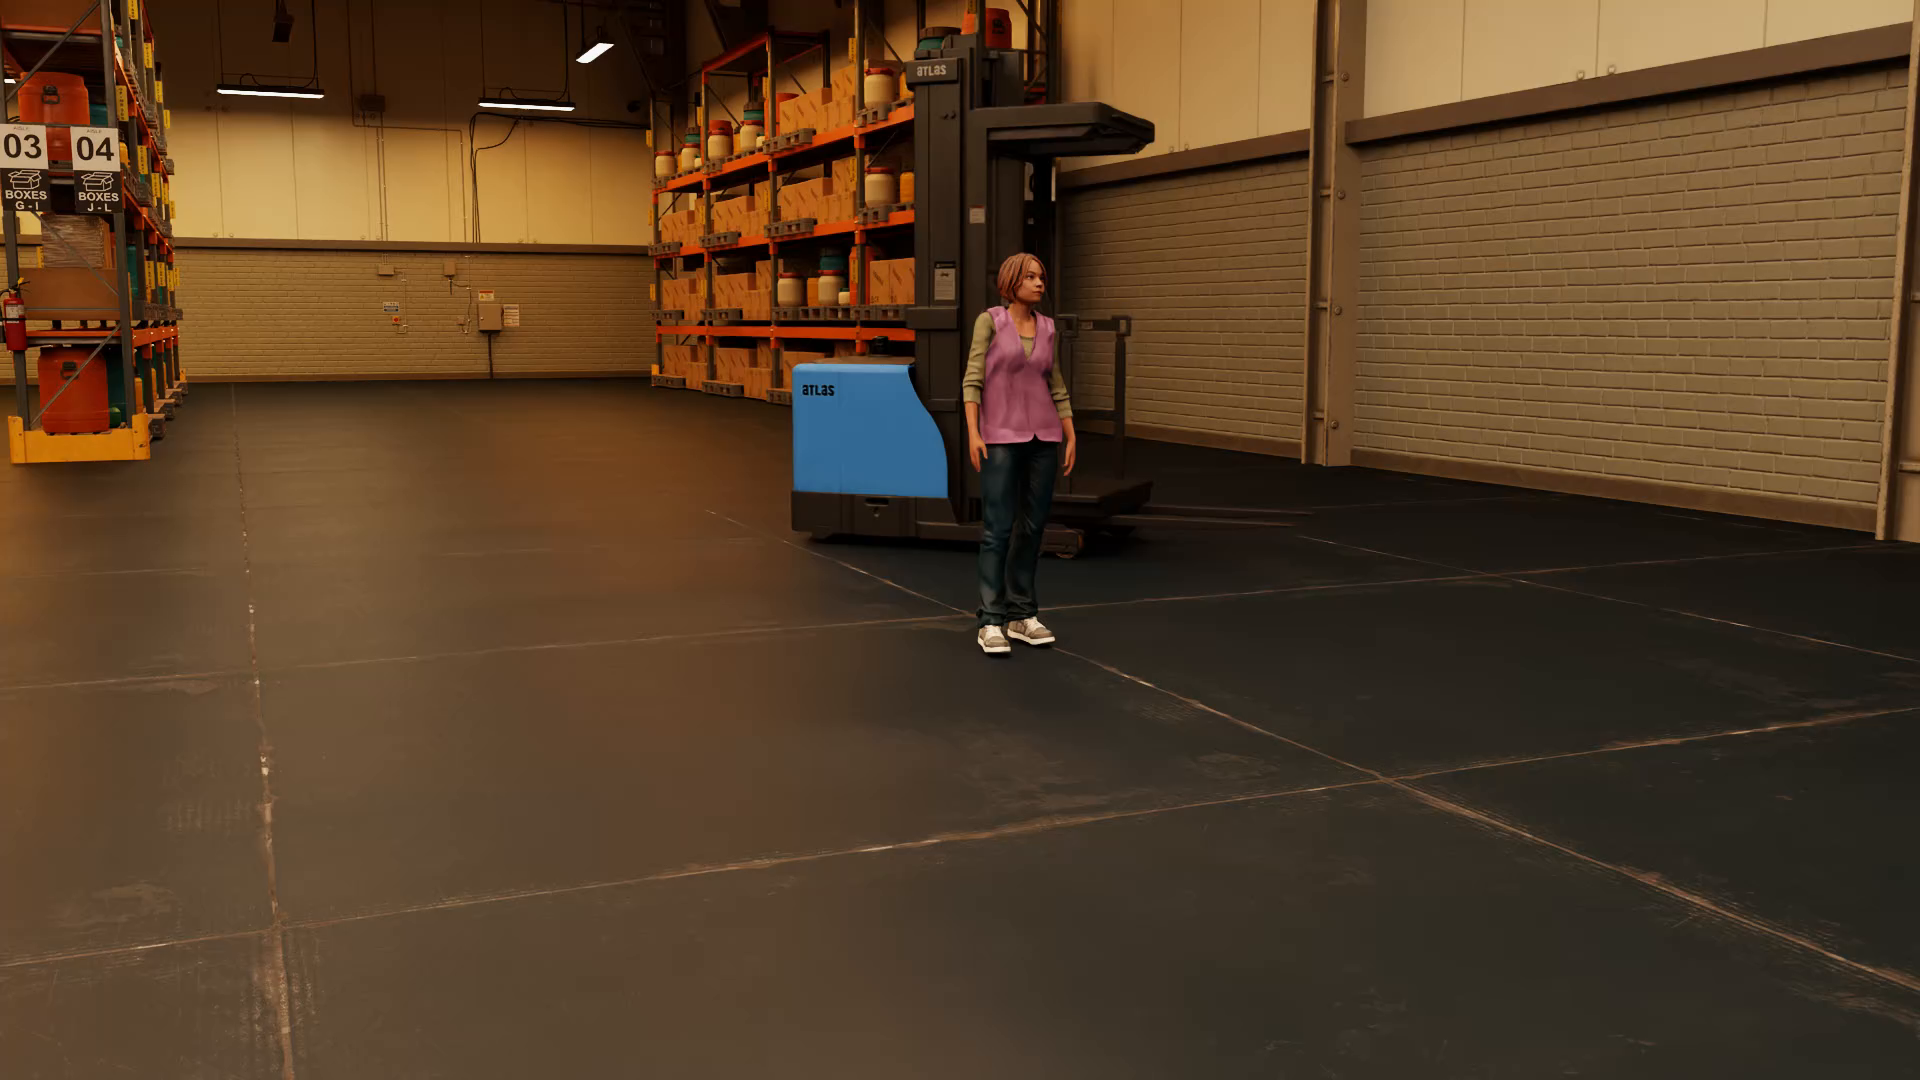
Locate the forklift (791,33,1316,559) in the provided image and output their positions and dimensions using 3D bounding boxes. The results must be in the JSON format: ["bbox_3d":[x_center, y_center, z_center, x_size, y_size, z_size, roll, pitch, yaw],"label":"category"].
[{"bbox_3d":[0.543,-1.426,9.756,3.031,2.935,1.130,3,8,23],"label":"forklift"}]

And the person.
[{"bbox_3d":[0.268,-0.368,6.777,0.519,1.598,0.474,-4,8,-26],"label":"person"}]
